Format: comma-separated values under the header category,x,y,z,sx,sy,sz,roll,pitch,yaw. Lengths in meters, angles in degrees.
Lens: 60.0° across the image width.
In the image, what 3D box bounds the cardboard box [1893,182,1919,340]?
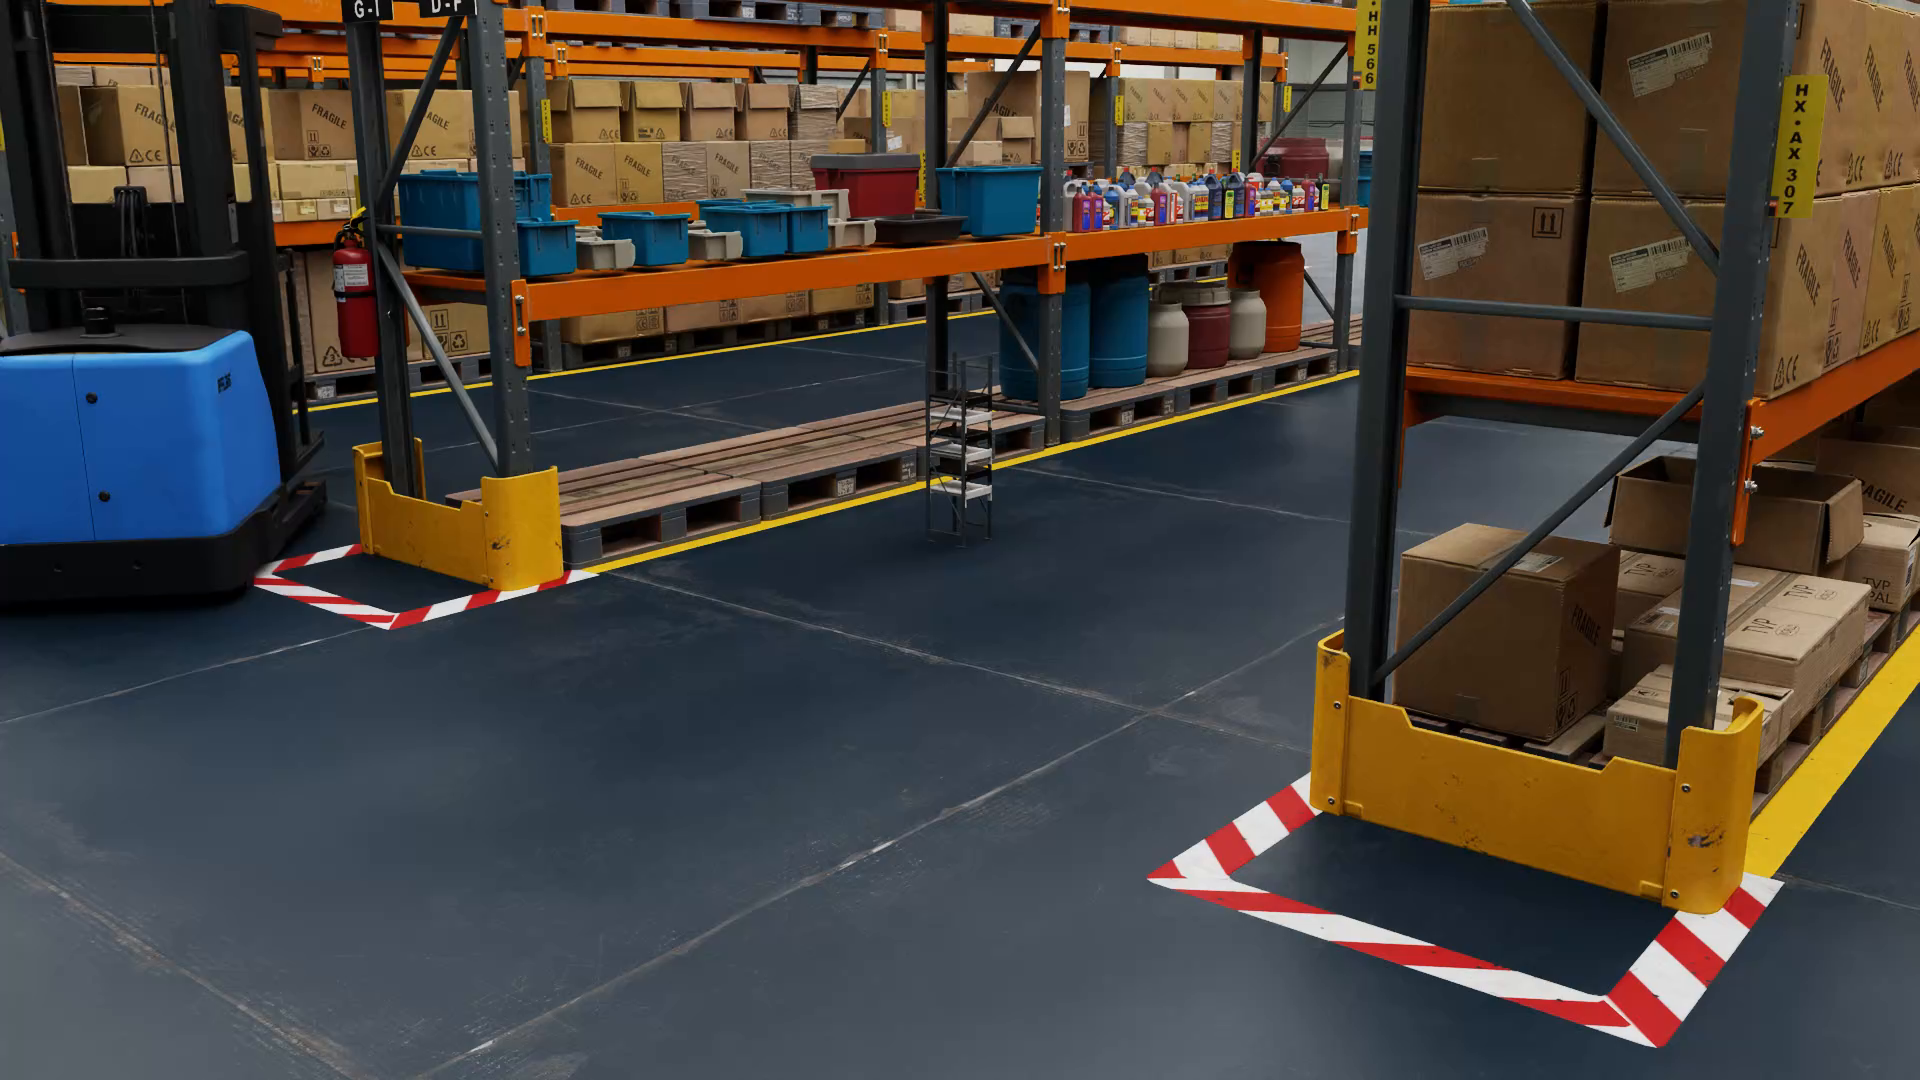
category,x,y,z,sx,sy,sz,roll,pitch,yaw
cardboard box,2.977,-0.969,5.643,0.500,0.500,0.500,12,18,38

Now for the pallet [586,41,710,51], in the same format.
category,x,y,z,sx,sy,sz,roll,pitch,yaw
pallet,-3.866,-6.147,20.519,1.003,0.211,1.213,12,19,40

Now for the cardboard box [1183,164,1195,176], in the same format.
category,x,y,z,sx,sy,sz,roll,pitch,yaw
cardboard box,2.680,-4.580,20.569,0.380,0.149,0.250,11,18,38

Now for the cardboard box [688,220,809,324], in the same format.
category,x,y,z,sx,sy,sz,roll,pitch,yaw
cardboard box,-2.152,-2.527,15.440,1.225,0.875,0.875,11,18,38

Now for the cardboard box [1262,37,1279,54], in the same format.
category,x,y,z,sx,sy,sz,roll,pitch,yaw
cardboard box,3.787,-6.433,21.567,0.500,0.250,0.500,12,18,39

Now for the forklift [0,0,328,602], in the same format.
category,x,y,z,sx,sy,sz,roll,pitch,yaw
forklift,-3.819,-1.478,7.989,1.130,2.935,3.031,-3,14,-10

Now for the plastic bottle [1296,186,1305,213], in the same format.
category,x,y,z,sx,sy,sz,roll,pitch,yaw
plastic bottle,2.563,-2.582,12.598,0.097,0.201,0.097,0,14,0

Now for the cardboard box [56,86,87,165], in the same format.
category,x,y,z,sx,sy,sz,roll,pitch,yaw
cardboard box,-6.062,-2.688,10.791,0.500,0.500,0.500,12,18,38

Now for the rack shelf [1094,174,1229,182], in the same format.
category,x,y,z,sx,sy,sz,roll,pitch,yaw
rack shelf,2.636,-4.452,21.017,1.077,0.370,4.000,11,18,38

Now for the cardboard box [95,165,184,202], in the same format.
category,x,y,z,sx,sy,sz,roll,pitch,yaw
cardboard box,-5.330,-2.342,10.949,0.500,0.250,0.500,11,18,37

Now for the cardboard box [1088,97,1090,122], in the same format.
category,x,y,z,sx,sy,sz,roll,pitch,yaw
cardboard box,1.447,-5.224,19.755,0.500,0.500,0.500,11,18,38

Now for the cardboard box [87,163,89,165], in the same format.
category,x,y,z,sx,sy,sz,roll,pitch,yaw
cardboard box,-5.746,-2.422,11.265,0.500,0.250,0.500,11,18,37

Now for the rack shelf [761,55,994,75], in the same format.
category,x,y,z,sx,sy,sz,roll,pitch,yaw
rack shelf,-1.159,-6.693,23.745,1.077,0.370,4.000,11,18,38

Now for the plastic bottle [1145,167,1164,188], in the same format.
category,x,y,z,sx,sy,sz,roll,pitch,yaw
plastic bottle,1.421,-2.535,12.110,0.144,0.351,0.185,11,18,38

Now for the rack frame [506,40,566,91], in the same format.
category,x,y,z,sx,sy,sz,roll,pitch,yaw
rack frame,-4.930,-4.438,19.502,1.000,3.000,0.127,11,18,38

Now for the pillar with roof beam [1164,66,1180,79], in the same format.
category,x,y,z,sx,sy,sz,roll,pitch,yaw
pillar with roof beam,9.616,-14.328,46.249,9.100,9.000,0.400,11,18,38

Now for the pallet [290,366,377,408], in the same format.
category,x,y,z,sx,sy,sz,roll,pitch,yaw
pallet,-4.955,-1.166,12.283,1.003,0.211,1.213,11,18,38

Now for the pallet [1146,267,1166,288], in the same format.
category,x,y,z,sx,sy,sz,roll,pitch,yaw
pallet,1.773,-3.200,20.291,1.003,0.211,1.213,11,18,38

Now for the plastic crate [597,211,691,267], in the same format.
category,x,y,z,sx,sy,sz,roll,pitch,yaw
plastic crate,-1.486,-1.423,7.852,0.416,0.233,0.300,11,18,38

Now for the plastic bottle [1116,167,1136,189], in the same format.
category,x,y,z,sx,sy,sz,roll,pitch,yaw
plastic bottle,1.219,-2.533,12.101,0.144,0.351,0.185,11,18,38

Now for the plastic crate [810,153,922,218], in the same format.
category,x,y,z,sx,sy,sz,roll,pitch,yaw
plastic crate,-0.553,-2.047,9.837,0.402,0.464,0.583,11,18,38

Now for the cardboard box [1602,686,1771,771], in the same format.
category,x,y,z,sx,sy,sz,roll,pitch,yaw
cardboard box,2.070,0.556,4.740,0.380,0.149,0.250,11,18,38

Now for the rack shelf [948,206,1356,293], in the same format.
category,x,y,z,sx,sy,sz,roll,pitch,yaw
rack shelf,1.460,-2.153,11.969,1.077,0.370,4.000,11,18,38

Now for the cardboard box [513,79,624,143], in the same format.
category,x,y,z,sx,sy,sz,roll,pitch,yaw
cardboard box,-3.254,-3.544,13.740,0.797,0.503,0.637,11,18,36

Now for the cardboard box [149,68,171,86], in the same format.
category,x,y,z,sx,sy,sz,roll,pitch,yaw
cardboard box,-7.529,-4.218,15.796,0.500,0.500,0.500,10,18,36

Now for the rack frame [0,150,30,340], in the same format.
category,x,y,z,sx,sy,sz,roll,pitch,yaw
rack frame,-6.163,-2.120,10.374,1.000,3.000,0.127,11,18,38

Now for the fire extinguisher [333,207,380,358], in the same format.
category,x,y,z,sx,sy,sz,roll,pitch,yaw
fire extinguisher,-2.759,-1.176,7.575,0.296,0.674,0.183,11,18,38

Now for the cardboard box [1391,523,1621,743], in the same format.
category,x,y,z,sx,sy,sz,roll,pitch,yaw
cardboard box,1.690,0.270,5.150,0.500,0.500,0.500,11,18,38

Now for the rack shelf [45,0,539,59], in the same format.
category,x,y,z,sx,sy,sz,roll,pitch,yaw
rack shelf,-4.906,-3.608,11.601,1.077,0.370,4.000,11,18,38

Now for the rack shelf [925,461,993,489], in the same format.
category,x,y,z,sx,sy,sz,roll,pitch,yaw
rack shelf,-0.005,-0.315,8.036,0.258,0.077,0.200,11,18,38

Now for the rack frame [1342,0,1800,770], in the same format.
category,x,y,z,sx,sy,sz,roll,pitch,yaw
rack frame,1.539,-0.586,4.337,1.000,3.000,0.127,11,18,38

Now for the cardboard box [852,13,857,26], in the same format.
category,x,y,z,sx,sy,sz,roll,pitch,yaw
cardboard box,-1.027,-5.162,16.562,0.500,0.250,0.500,11,18,38

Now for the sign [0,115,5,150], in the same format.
category,x,y,z,sx,sy,sz,roll,pitch,yaw
sign,-5.736,-2.490,9.915,0.100,0.325,0.005,11,18,38

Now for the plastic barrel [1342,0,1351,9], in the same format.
category,x,y,z,sx,sy,sz,roll,pitch,yaw
plastic barrel,3.151,-4.405,13.052,0.421,0.512,0.421,0,14,0

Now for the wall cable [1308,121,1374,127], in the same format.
category,x,y,z,sx,sy,sz,roll,pitch,yaw
wall cable,12.918,-14.998,55.192,3.097,2.526,0.112,11,18,38

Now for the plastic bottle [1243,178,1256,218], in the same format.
category,x,y,z,sx,sy,sz,roll,pitch,yaw
plastic bottle,2.076,-2.466,11.976,0.061,0.283,0.133,11,18,38

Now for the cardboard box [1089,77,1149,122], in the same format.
category,x,y,z,sx,sy,sz,roll,pitch,yaw
cardboard box,1.859,-5.142,19.433,0.500,0.500,0.500,11,18,38

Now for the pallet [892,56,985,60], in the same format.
category,x,y,z,sx,sy,sz,roll,pitch,yaw
pallet,-0.360,-7.238,24.609,1.003,0.211,1.213,11,18,38

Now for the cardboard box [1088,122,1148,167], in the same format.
category,x,y,z,sx,sy,sz,roll,pitch,yaw
cardboard box,1.710,-4.687,19.673,0.875,0.500,0.500,11,18,38

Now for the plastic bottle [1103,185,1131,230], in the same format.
category,x,y,z,sx,sy,sz,roll,pitch,yaw
plastic bottle,1.020,-2.159,10.780,0.152,0.276,0.135,11,18,38

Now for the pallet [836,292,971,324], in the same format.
category,x,y,z,sx,sy,sz,roll,pitch,yaw
pallet,-0.643,-2.449,17.336,1.003,0.211,1.213,11,18,38

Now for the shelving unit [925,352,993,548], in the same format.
category,x,y,z,sx,sy,sz,roll,pitch,yaw
shelving unit,-0.005,-0.435,8.006,0.258,0.900,0.210,11,18,38

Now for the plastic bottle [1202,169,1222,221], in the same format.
category,x,y,z,sx,sy,sz,roll,pitch,yaw
plastic bottle,1.744,-2.414,11.633,0.144,0.351,0.185,11,18,38

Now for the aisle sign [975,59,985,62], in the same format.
category,x,y,z,sx,sy,sz,roll,pitch,yaw
aisle sign,0.376,-7.198,25.084,0.394,0.787,0.004,11,18,38

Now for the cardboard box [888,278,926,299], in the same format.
category,x,y,z,sx,sy,sz,roll,pitch,yaw
cardboard box,-0.730,-2.785,17.176,0.700,0.500,0.500,10,17,35

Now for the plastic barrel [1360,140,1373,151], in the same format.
category,x,y,z,sx,sy,sz,roll,pitch,yaw
plastic barrel,3.462,-3.250,14.597,0.421,0.512,0.421,0,14,0

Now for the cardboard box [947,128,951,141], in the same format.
category,x,y,z,sx,sy,sz,roll,pitch,yaw
cardboard box,-0.428,-5.856,24.780,0.875,0.550,0.550,11,18,38

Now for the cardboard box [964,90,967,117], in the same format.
category,x,y,z,sx,sy,sz,roll,pitch,yaw
cardboard box,-0.165,-6.502,25.126,0.875,0.550,0.550,11,18,38

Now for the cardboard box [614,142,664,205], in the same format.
category,x,y,z,sx,sy,sz,roll,pitch,yaw
cardboard box,-2.851,-3.080,13.951,0.500,0.500,0.500,11,18,38

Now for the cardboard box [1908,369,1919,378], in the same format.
category,x,y,z,sx,sy,sz,roll,pitch,yaw
cardboard box,5.175,-0.963,8.483,0.500,0.250,0.500,11,18,38
